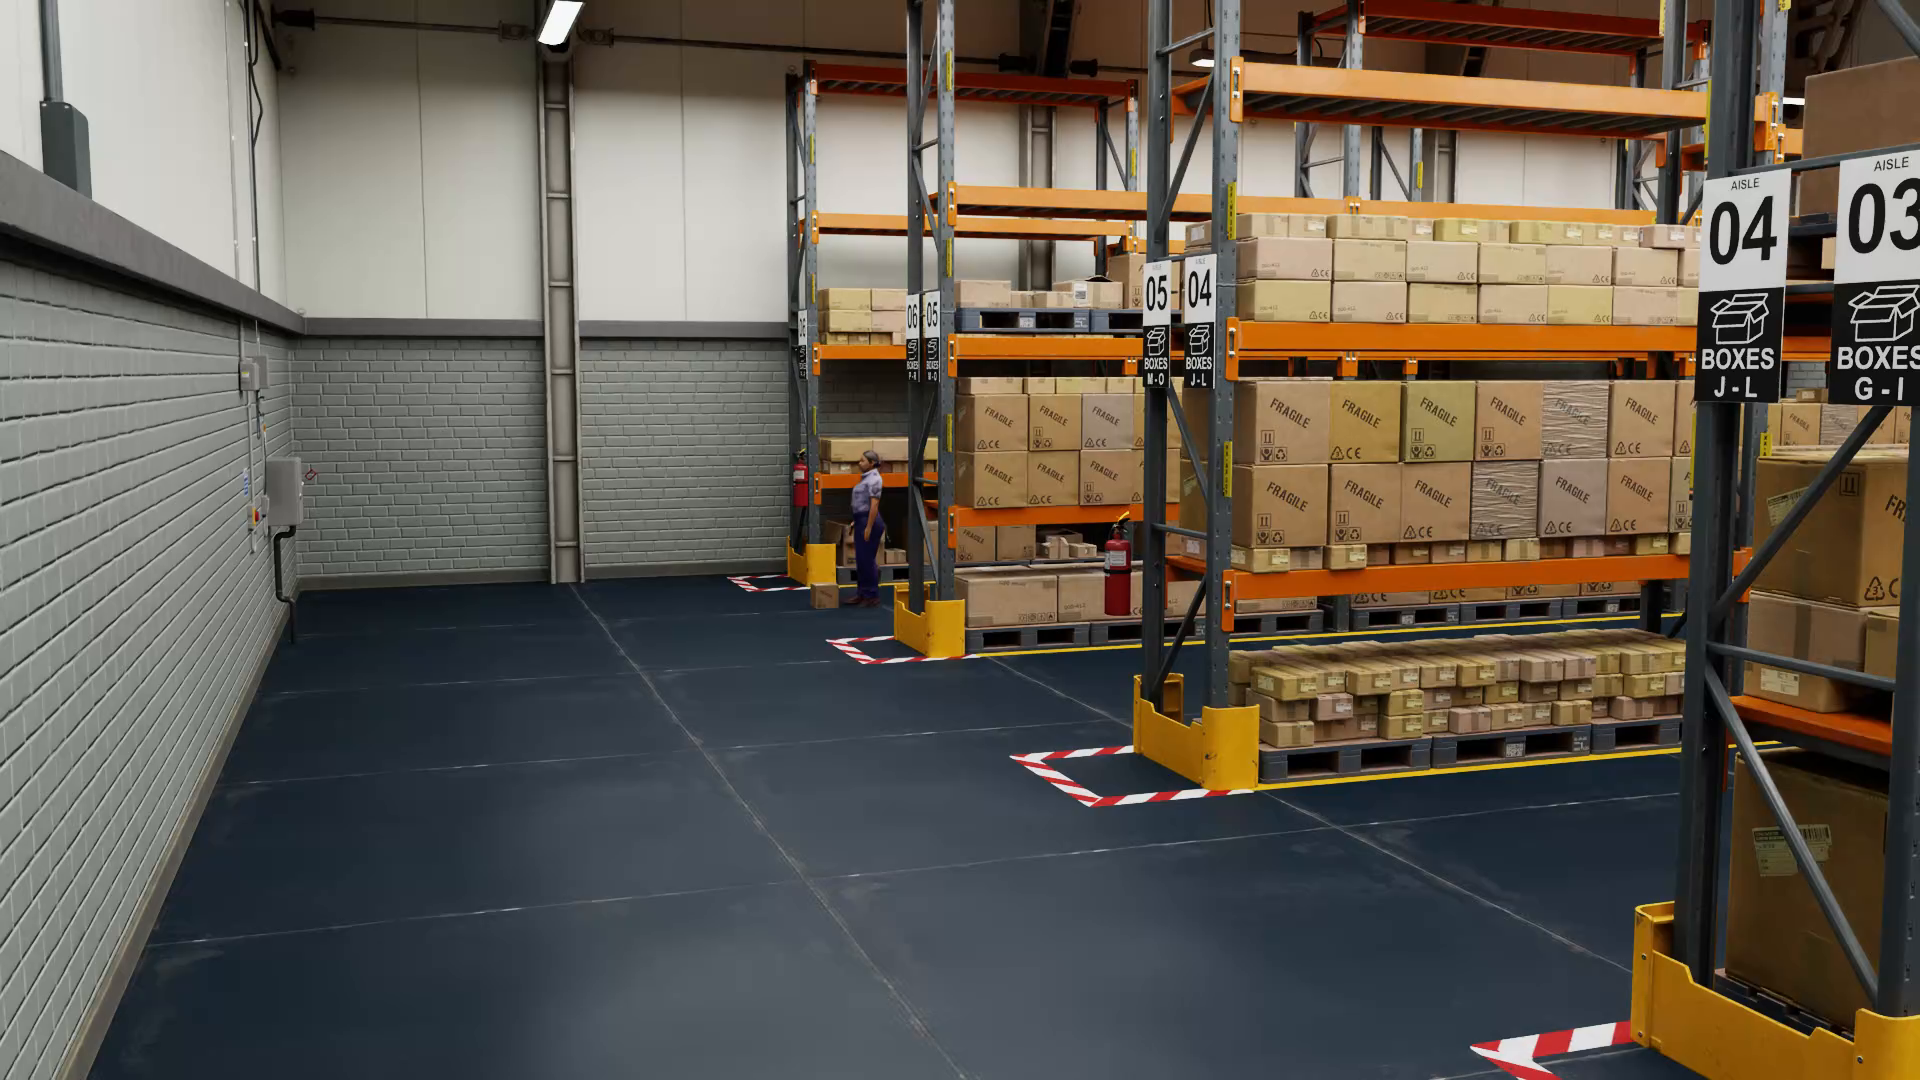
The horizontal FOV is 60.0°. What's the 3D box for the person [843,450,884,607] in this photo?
[{"bbox_3d":[-1.035,-0.106,17.804,0.422,1.711,0.523,-1,6,-12],"label":"person"}]
